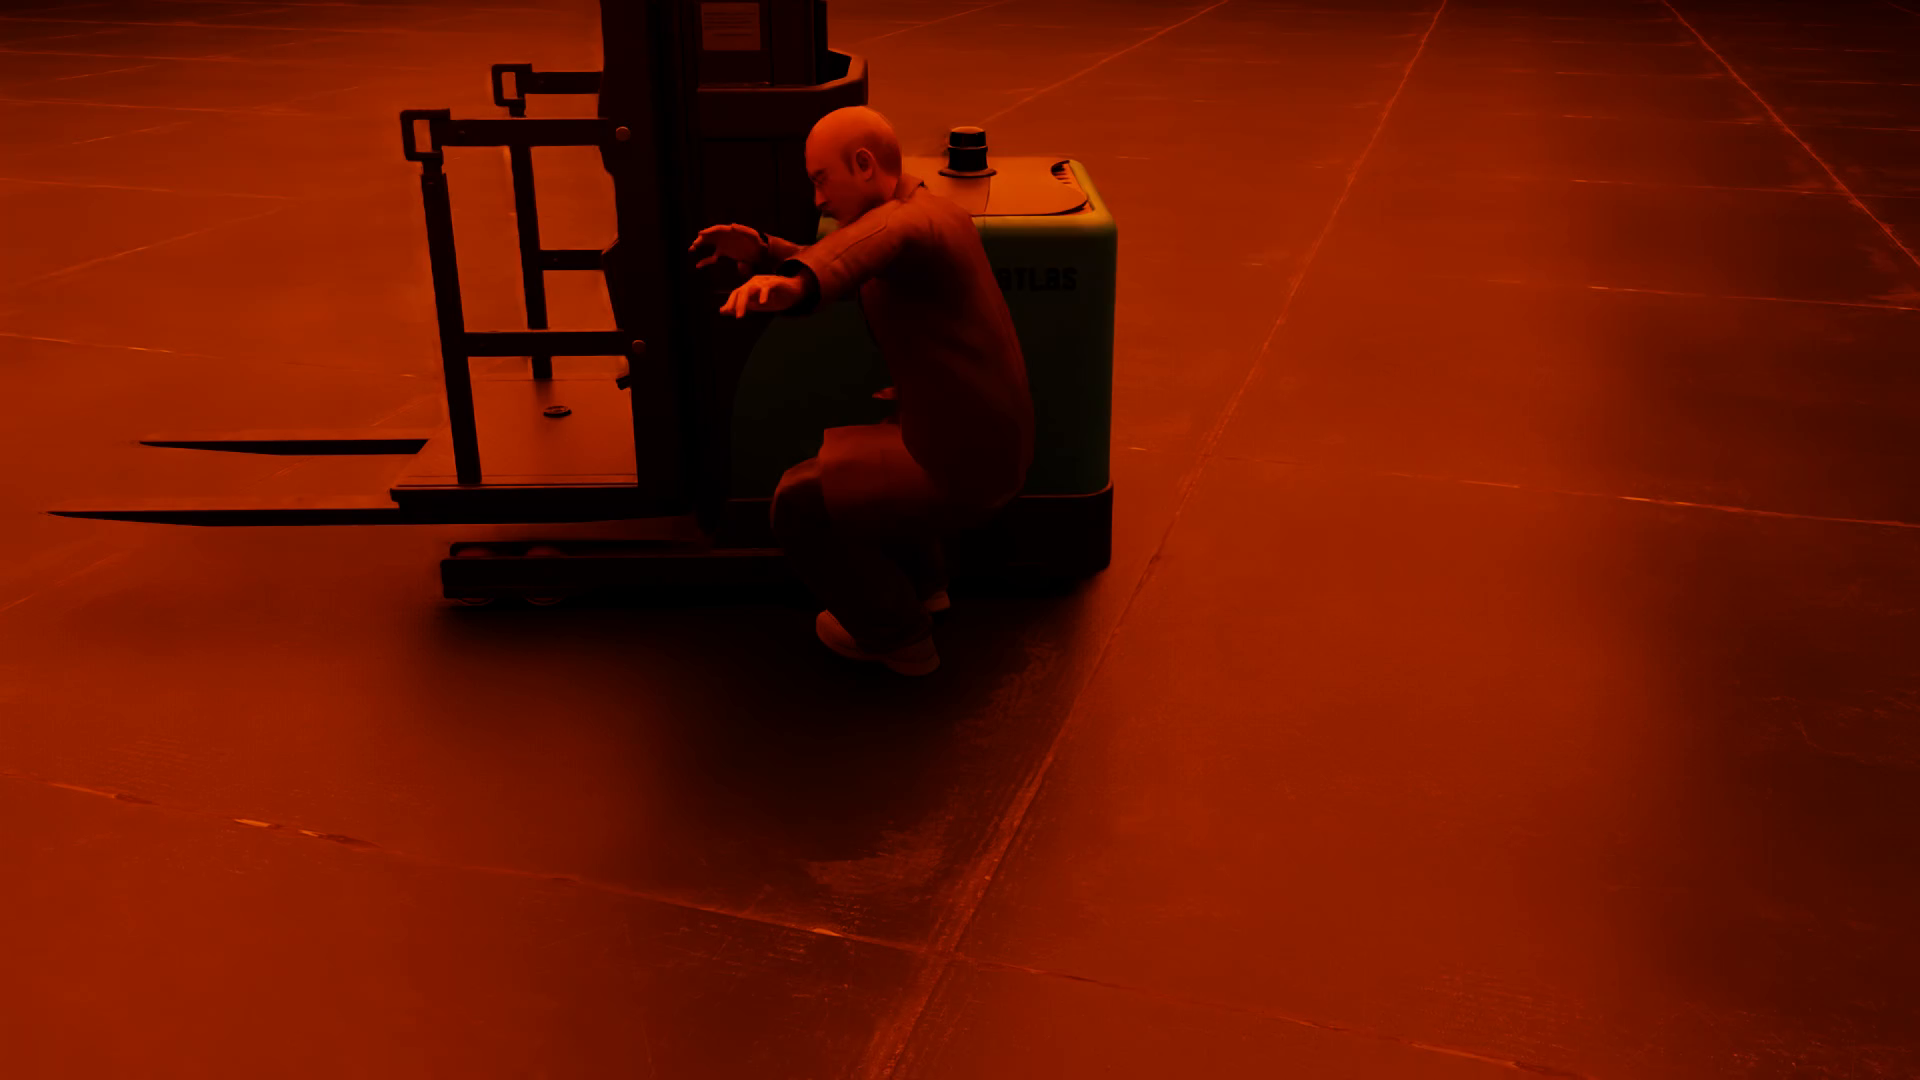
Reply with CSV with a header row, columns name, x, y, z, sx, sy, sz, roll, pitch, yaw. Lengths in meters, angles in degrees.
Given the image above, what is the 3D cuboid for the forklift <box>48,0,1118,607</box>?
name,x,y,z,sx,sy,sz,roll,pitch,yaw
forklift,-1.094,-1.373,4.605,3.031,2.935,1.130,-1,22,-2

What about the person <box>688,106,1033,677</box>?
name,x,y,z,sx,sy,sz,roll,pitch,yaw
person,-0.246,-0.230,3.805,0.785,1.460,1.643,5,23,11
